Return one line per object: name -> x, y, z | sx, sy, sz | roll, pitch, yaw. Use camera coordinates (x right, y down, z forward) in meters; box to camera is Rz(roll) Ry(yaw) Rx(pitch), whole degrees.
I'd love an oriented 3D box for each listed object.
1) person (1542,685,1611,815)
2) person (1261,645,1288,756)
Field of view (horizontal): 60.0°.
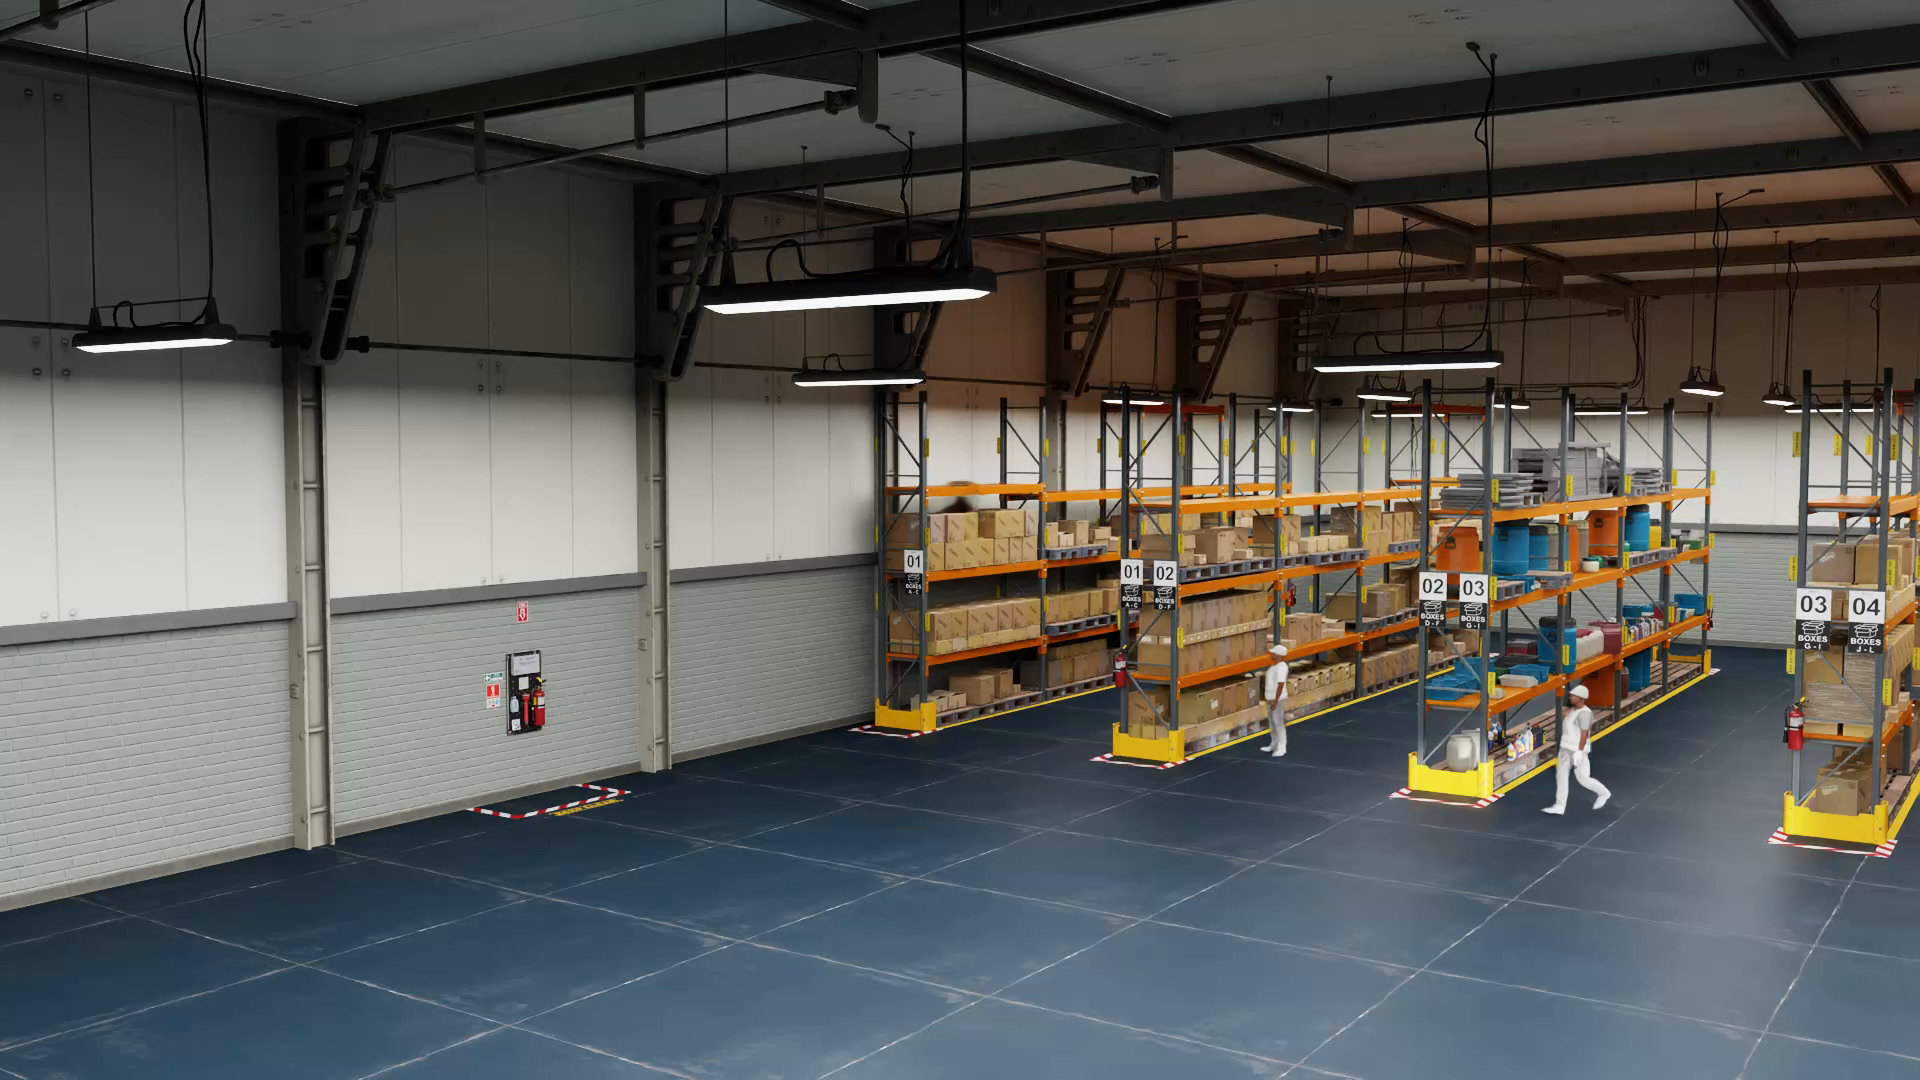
person -> 8.445, 2.866, 22.676 | 0.902, 1.769, 0.512 | -1, 3, -23
person -> 5.164, 2.618, 27.233 | 0.427, 1.799, 0.574 | -1, 3, -17
